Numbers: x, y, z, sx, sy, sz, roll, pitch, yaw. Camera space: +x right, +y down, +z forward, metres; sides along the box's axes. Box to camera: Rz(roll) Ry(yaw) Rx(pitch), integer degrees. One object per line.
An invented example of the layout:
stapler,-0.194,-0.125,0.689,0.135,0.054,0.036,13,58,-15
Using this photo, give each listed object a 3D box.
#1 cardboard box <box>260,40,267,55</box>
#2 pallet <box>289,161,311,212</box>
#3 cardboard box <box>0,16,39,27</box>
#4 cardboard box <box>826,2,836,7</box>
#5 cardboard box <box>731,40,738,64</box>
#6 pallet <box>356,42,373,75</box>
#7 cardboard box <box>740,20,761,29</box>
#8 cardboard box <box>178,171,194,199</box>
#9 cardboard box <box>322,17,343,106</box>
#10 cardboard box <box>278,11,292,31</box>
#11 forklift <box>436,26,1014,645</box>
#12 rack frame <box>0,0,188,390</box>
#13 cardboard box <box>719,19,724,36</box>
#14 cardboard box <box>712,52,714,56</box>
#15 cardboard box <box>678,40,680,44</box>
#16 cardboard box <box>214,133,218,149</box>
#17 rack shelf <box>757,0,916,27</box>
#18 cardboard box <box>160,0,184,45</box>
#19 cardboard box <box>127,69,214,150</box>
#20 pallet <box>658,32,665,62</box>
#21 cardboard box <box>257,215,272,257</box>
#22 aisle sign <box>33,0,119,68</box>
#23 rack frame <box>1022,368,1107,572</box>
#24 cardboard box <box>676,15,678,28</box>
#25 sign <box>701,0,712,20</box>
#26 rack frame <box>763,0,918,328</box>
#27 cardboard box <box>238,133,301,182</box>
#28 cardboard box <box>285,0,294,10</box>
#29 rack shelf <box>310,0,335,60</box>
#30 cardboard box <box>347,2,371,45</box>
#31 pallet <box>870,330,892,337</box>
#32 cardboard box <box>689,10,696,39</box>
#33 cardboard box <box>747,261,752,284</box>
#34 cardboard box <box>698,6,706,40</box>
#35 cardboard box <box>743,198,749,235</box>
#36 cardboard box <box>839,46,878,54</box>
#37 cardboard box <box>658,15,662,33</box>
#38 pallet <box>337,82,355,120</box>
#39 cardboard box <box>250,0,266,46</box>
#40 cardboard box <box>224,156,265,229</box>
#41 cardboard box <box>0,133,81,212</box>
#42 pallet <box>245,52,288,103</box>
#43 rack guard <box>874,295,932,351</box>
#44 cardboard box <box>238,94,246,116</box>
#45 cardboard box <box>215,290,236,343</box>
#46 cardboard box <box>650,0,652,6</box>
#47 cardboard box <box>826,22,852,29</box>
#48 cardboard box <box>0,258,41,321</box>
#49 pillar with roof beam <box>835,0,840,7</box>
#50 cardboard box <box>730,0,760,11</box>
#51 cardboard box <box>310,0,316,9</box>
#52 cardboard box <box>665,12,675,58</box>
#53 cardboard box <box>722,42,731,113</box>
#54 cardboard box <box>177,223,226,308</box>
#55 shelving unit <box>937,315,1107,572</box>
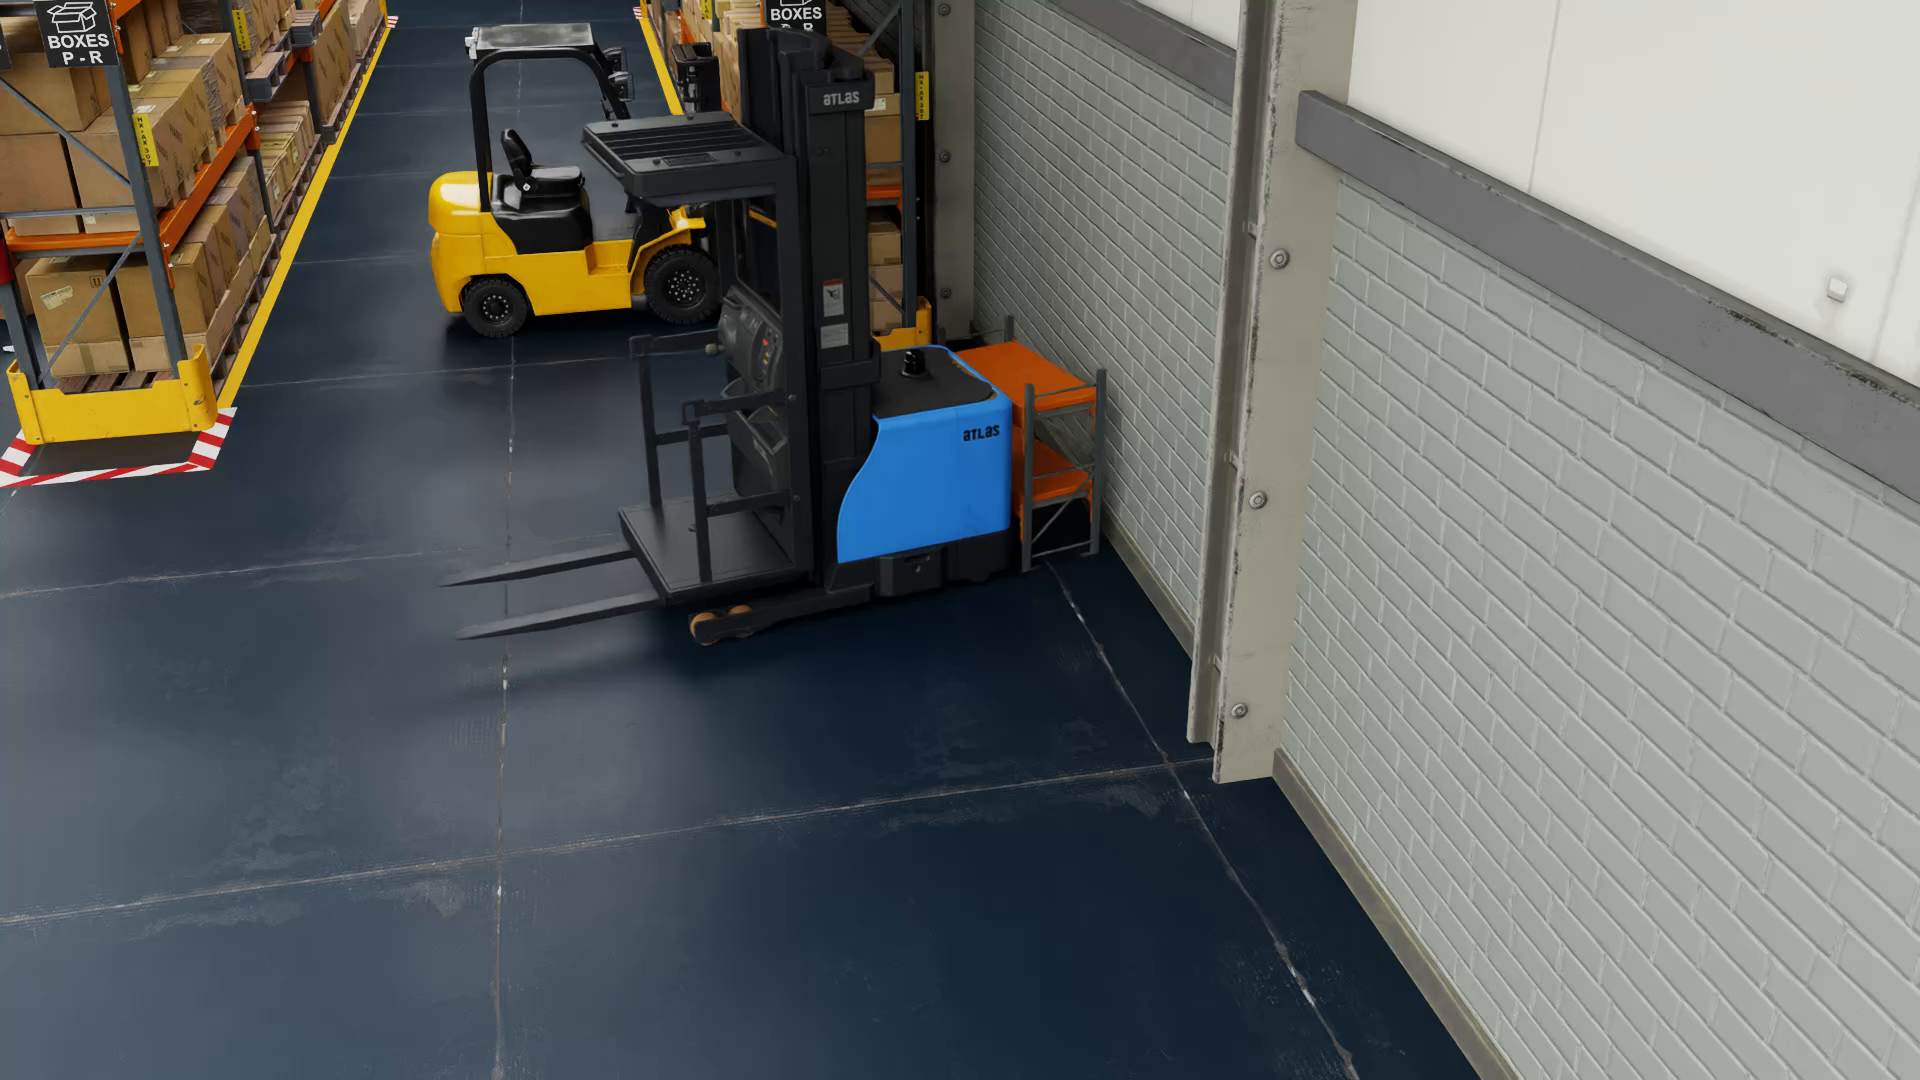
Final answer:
cardboard box,-6.561,-4.515,15.180,0.380,0.149,0.250,-6,27,-11
pallet,-6.997,-3.454,16.360,1.003,0.211,1.213,-6,27,-12
cardboard box,-6.290,-3.327,11.462,0.700,0.500,0.500,-6,27,-12
cardboard box,-1.251,-4.455,14.086,0.380,0.149,0.250,-6,27,-12
cardboard box,-1.630,-3.929,13.375,0.380,0.149,0.250,-7,28,-13
pallet,-8.439,-6.430,22.255,1.003,0.211,1.213,-6,27,-12
cardboard box,-1.556,-4.066,13.316,0.380,0.149,0.250,-6,27,-12
cardboard box,-5.579,-2.473,11.600,0.380,0.149,0.250,-6,27,-11
cardboard box,-7.714,-5.520,19.249,0.875,0.875,0.875,-6,27,-11
cardboard box,-6.784,-5.085,16.309,0.380,0.149,0.250,-5,27,-11
forklift,-1.265,-1.032,8.542,3.031,2.935,1.130,-11,29,-21
rack frame,-5.640,-2.065,10.512,1.000,3.000,0.127,-6,27,-12
cardboard box,-1.891,-4.494,14.494,0.380,0.149,0.250,-6,27,-12
cardboard box,-2.075,-4.454,15.413,0.500,0.250,0.500,-5,27,-10
cardboard box,-3.135,-5.768,20.157,0.500,0.500,0.500,-5,27,-9
cardboard box,-5.911,-3.038,12.718,0.380,0.149,0.250,-6,27,-13
rack shelf,-1.255,-4.467,12.740,1.077,0.370,4.000,-6,27,-12
cardboard box,-6.653,-4.230,13.250,0.700,0.500,0.500,-6,27,-12
cardboard box,-5.835,-3.152,12.224,0.500,0.500,0.500,-7,28,-13
pallet,-3.663,-6.895,23.177,1.003,0.211,1.213,-6,27,-12
cardboard box,-6.146,-2.549,14.056,0.500,0.250,0.500,-5,27,-9
aisle sign,-5.324,-3.230,9.935,0.394,0.787,0.004,-6,27,-12
rack frame,0.576,-0.381,9.256,0.500,1.125,0.032,-14,30,-25
cardboard box,-3.386,-6.558,21.001,0.380,0.149,0.250,-6,27,-12
sign,-2.233,-4.749,14.633,0.100,0.325,0.005,-6,27,-12
rack frame,-0.805,-2.571,11.514,1.000,3.000,0.127,-6,27,-12
cardboard box,-6.986,-3.686,16.174,0.950,0.372,0.625,-5,27,-10
cardboard box,-6.942,-5.545,16.499,0.500,0.500,0.500,-6,27,-12
rack shelf,-7.893,-6.134,19.372,1.077,0.370,4.000,-6,27,-12
cardboard box,-8.584,-7.056,22.778,0.875,0.438,0.875,-7,28,-13
pallet,-1.018,-1.657,12.799,1.003,0.211,1.213,-6,27,-12
cardboard box,-2.514,-5.349,17.186,0.500,0.250,0.500,-7,28,-13
cardboard box,-1.425,-2.145,13.256,0.500,0.250,0.500,-6,27,-11
cardboard box,-2.189,-4.898,15.736,0.500,0.250,0.500,-7,28,-13
cardboard box,-1.457,-2.592,13.031,0.500,0.250,0.500,-6,27,-11
cardboard box,-0.813,-3.550,12.293,0.380,0.149,0.250,-6,27,-11
cardboard box,-4.001,-7.177,23.209,0.396,0.266,0.258,-5,27,-10
pallet,-7.818,-5.220,19.859,1.003,0.211,1.213,-6,27,-12
cardboard box,-6.481,-4.641,14.708,0.500,0.500,0.500,-6,27,-11
cardboard box,-6.147,-2.883,13.887,0.500,0.500,0.500,-6,27,-12
cardboard box,-6.031,-2.453,10.839,0.500,0.500,0.500,-6,27,-13
pallet,-6.572,-4.086,14.729,1.003,0.211,1.213,-6,27,-12
rack guard,-0.799,-1.444,12.057,1.175,0.500,0.348,-6,27,-12
cardboard box,-6.172,-3.599,13.830,0.380,0.149,0.250,-6,27,-12
cardboard box,-5.660,-1.632,12.240,0.500,0.250,0.500,-5,27,-10
cardboard box,-4.365,-8.390,25.347,0.797,0.503,0.637,-7,28,-14
cardboard box,-1.056,-4.004,13.194,0.380,0.149,0.250,-5,27,-10
cardboard box,-7.626,-2.098,13.348,0.500,0.500,0.500,13,30,24
pillar with roof beam,-5.630,-7.843,15.302,9.100,9.000,0.400,-6,27,-12
cardboard box,-1.759,-4.520,14.215,0.380,0.149,0.250,-6,27,-11
cardboard box,-7.441,-5.974,18.423,0.500,0.250,0.500,-7,28,-13
cardboard box,-3.619,-6.675,21.954,0.500,0.500,0.500,-5,27,-9
cardboard box,-1.727,-3.923,14.083,0.500,0.500,0.500,-5,27,-11
cardboard box,-5.680,-1.981,12.100,0.500,0.500,0.500,-7,28,-14
shelving unit,0.335,-0.583,9.656,0.538,1.125,1.048,-14,30,-25
